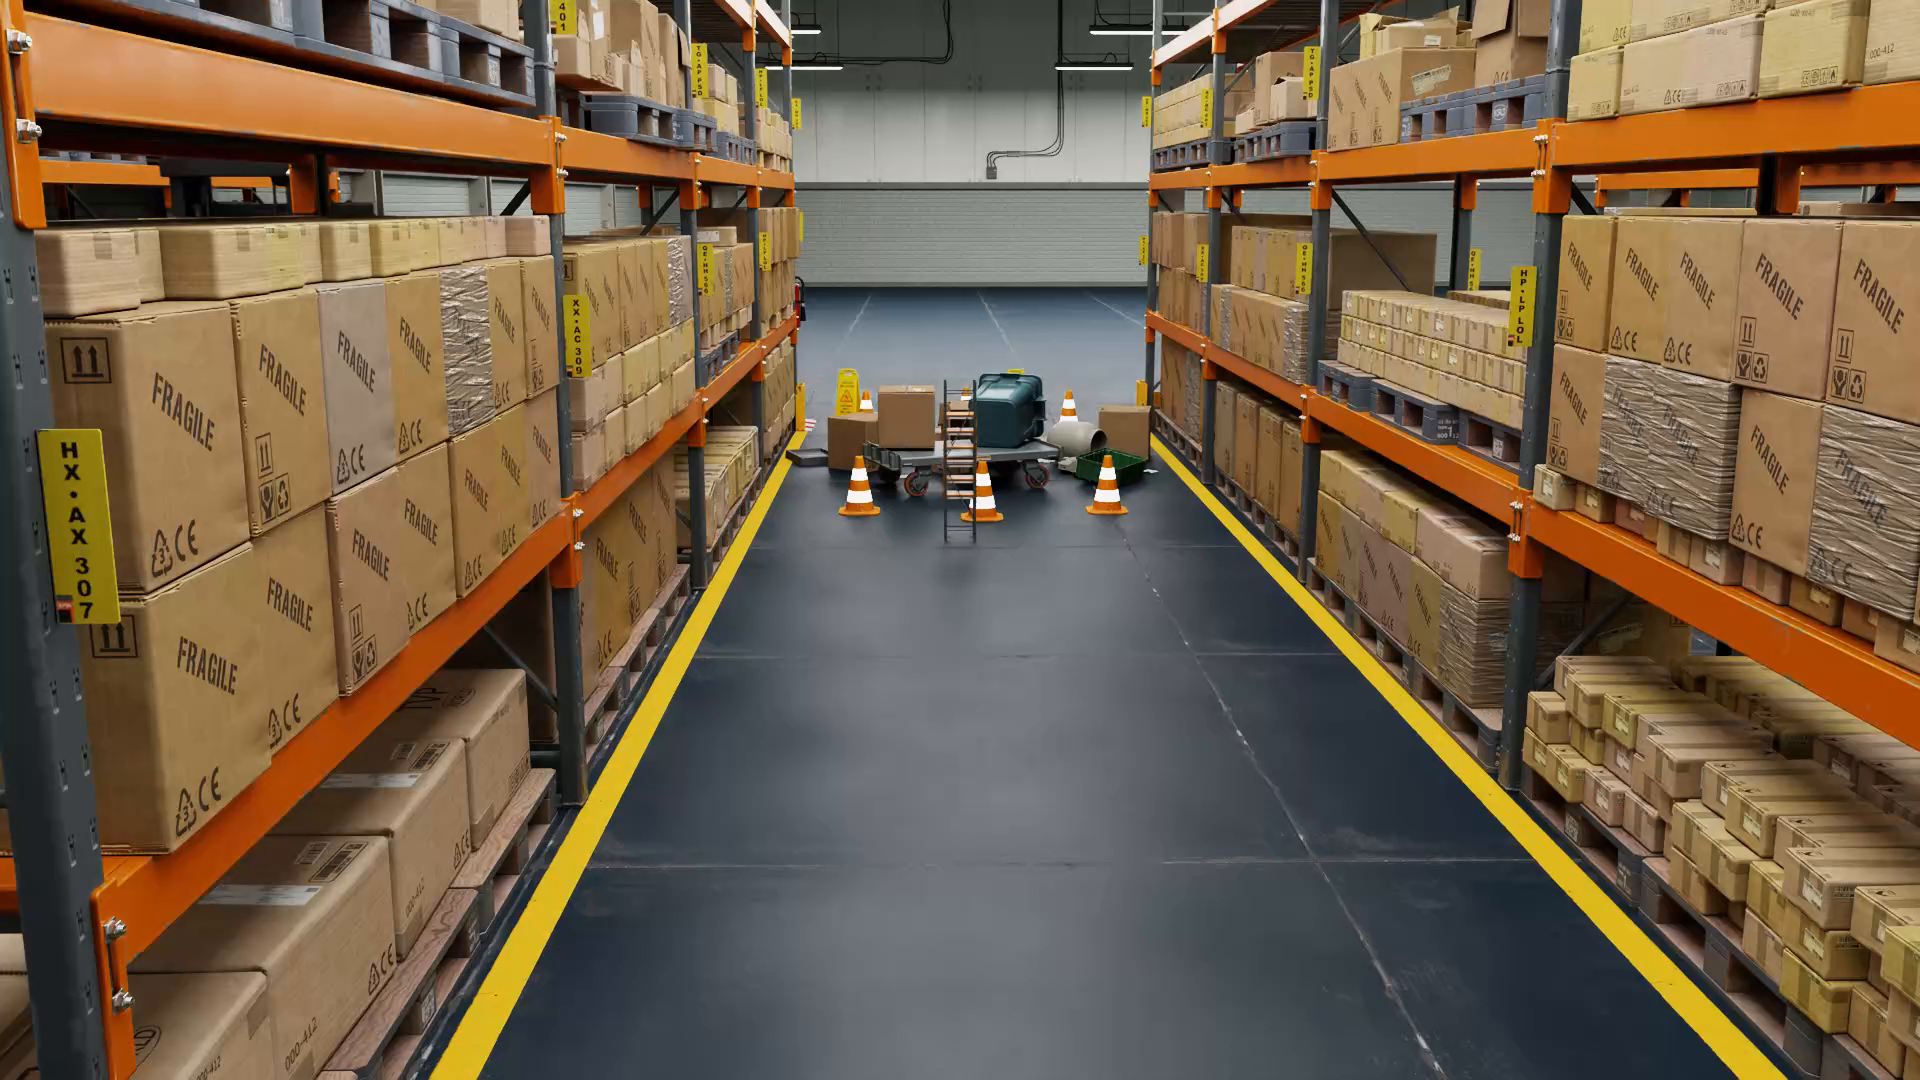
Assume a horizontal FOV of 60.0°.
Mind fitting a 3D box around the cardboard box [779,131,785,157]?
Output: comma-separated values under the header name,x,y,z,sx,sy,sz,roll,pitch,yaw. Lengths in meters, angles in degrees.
name,x,y,z,sx,sy,sz,roll,pitch,yaw
cardboard box,-2.031,-3.976,16.695,0.500,0.250,0.500,0,11,0

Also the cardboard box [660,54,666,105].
name,x,y,z,sx,sy,sz,roll,pitch,yaw
cardboard box,-1.792,-2.484,8.998,0.396,0.266,0.258,-1,11,-3

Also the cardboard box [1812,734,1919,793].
name,x,y,z,sx,sy,sz,roll,pitch,yaw
cardboard box,3.209,0.783,5.773,0.380,0.149,0.250,-1,11,-4

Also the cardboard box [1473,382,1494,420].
name,x,y,z,sx,sy,sz,roll,pitch,yaw
cardboard box,2.644,-0.654,7.814,0.380,0.149,0.250,0,11,-1

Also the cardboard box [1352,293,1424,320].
name,x,y,z,sx,sy,sz,roll,pitch,yaw
cardboard box,2.600,-1.415,10.070,0.380,0.149,0.250,-1,11,-3

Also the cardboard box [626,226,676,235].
name,x,y,z,sx,sy,sz,roll,pitch,yaw
cardboard box,-2.597,-2.565,13.972,0.380,0.149,0.250,0,11,-1

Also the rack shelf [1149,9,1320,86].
name,x,y,z,sx,sy,sz,roll,pitch,yaw
rack shelf,2.652,-4.771,16.260,1.077,0.370,4.000,0,11,-1

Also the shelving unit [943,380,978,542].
name,x,y,z,sx,sy,sz,roll,pitch,yaw
shelving unit,0.000,-0.591,12.454,0.258,1.200,0.189,0,11,-1

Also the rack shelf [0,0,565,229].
name,x,y,z,sx,sy,sz,roll,pitch,yaw
rack shelf,-2.047,-1.071,4.561,1.077,0.370,4.000,0,11,-1

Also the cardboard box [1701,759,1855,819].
name,x,y,z,sx,sy,sz,roll,pitch,yaw
cardboard box,2.700,0.839,5.498,0.380,0.149,0.250,-1,11,-4

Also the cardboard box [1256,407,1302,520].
name,x,y,z,sx,sy,sz,roll,pitch,yaw
cardboard box,2.832,-0.586,12.503,1.050,0.750,0.750,0,11,0

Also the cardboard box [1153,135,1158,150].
name,x,y,z,sx,sy,sz,roll,pitch,yaw
cardboard box,2.297,-4.310,18.037,0.380,0.149,0.250,0,11,-1

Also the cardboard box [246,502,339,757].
name,x,y,z,sx,sy,sz,roll,pitch,yaw
cardboard box,-1.766,0.198,3.789,0.500,0.500,0.500,0,11,-2

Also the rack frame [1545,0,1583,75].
name,x,y,z,sx,sy,sz,roll,pitch,yaw
rack frame,2.859,-3.332,6.350,1.000,3.000,0.127,0,11,-1

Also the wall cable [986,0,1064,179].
name,x,y,z,sx,sy,sz,roll,pitch,yaw
wall cable,1.948,-13.771,49.251,2.305,6.003,0.169,0,11,-1

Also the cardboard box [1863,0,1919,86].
name,x,y,z,sx,sy,sz,roll,pitch,yaw
cardboard box,2.653,-1.283,4.170,0.500,0.250,0.500,0,11,1

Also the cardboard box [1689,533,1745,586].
name,x,y,z,sx,sy,sz,roll,pitch,yaw
cardboard box,2.613,0.050,5.398,0.380,0.149,0.250,0,11,1

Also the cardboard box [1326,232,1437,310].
name,x,y,z,sx,sy,sz,roll,pitch,yaw
cardboard box,2.777,-1.815,11.197,0.700,0.500,0.500,0,11,-1

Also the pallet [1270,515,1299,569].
name,x,y,z,sx,sy,sz,roll,pitch,yaw
pallet,2.835,0.023,11.917,1.003,0.211,1.213,0,11,-1

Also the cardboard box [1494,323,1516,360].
name,x,y,z,sx,sy,sz,roll,pitch,yaw
cardboard box,2.649,-0.899,7.523,0.380,0.149,0.250,-1,11,-3

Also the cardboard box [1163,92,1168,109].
name,x,y,z,sx,sy,sz,roll,pitch,yaw
cardboard box,2.314,-4.551,17.223,0.380,0.149,0.250,0,11,-1

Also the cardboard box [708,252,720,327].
name,x,y,z,sx,sy,sz,roll,pitch,yaw
cardboard box,-1.966,-1.741,11.542,0.500,0.500,0.500,0,11,2

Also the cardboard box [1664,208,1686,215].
name,x,y,z,sx,sy,sz,roll,pitch,yaw
cardboard box,7.342,-3.054,16.553,0.500,0.500,0.500,0,11,-1

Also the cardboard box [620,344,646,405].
name,x,y,z,sx,sy,sz,roll,pitch,yaw
cardboard box,-1.838,-0.816,8.155,0.500,0.250,0.500,0,11,0

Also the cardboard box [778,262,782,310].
name,x,y,z,sx,sy,sz,roll,pitch,yaw
cardboard box,-2.045,-2.525,16.462,0.500,0.500,0.500,0,11,0

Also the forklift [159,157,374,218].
name,x,y,z,sx,sy,sz,roll,pitch,yaw
forklift,-4.761,-1.336,11.771,1.130,2.935,3.031,0,11,-2

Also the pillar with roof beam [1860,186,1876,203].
name,x,y,z,sx,sy,sz,roll,pitch,yaw
pillar with roof beam,18.508,-10.396,41.171,9.100,9.000,0.548,0,11,-1

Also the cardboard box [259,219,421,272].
name,x,y,z,sx,sy,sz,roll,pitch,yaw
cardboard box,-1.780,-0.845,4.784,0.380,0.149,0.250,0,11,-1

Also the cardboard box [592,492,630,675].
name,x,y,z,sx,sy,sz,roll,pitch,yaw
cardboard box,-2.207,0.182,8.408,0.875,0.875,0.875,0,11,0

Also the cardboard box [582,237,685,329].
name,x,y,z,sx,sy,sz,roll,pitch,yaw
cardboard box,-1.880,-1.482,9.554,0.500,0.500,0.500,0,11,0

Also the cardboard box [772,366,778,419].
name,x,y,z,sx,sy,sz,roll,pitch,yaw
cardboard box,-2.018,-1.392,15.851,0.500,0.500,0.500,0,11,1

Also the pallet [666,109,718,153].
name,x,y,z,sx,sy,sz,roll,pitch,yaw
pallet,-2.104,-2.396,9.757,1.213,0.211,1.003,0,11,1

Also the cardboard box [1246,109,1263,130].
name,x,y,z,sx,sy,sz,roll,pitch,yaw
cardboard box,2.463,-3.304,13.082,0.380,0.149,0.250,0,11,-1

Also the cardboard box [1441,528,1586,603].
name,x,y,z,sx,sy,sz,roll,pitch,yaw
cardboard box,2.591,0.113,7.804,0.500,0.250,0.500,-1,11,-3

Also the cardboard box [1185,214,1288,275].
name,x,y,z,sx,sy,sz,roll,pitch,yaw
cardboard box,2.593,-2.767,15.562,0.875,0.550,0.550,0,11,-1

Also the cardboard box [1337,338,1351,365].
name,x,y,z,sx,sy,sz,roll,pitch,yaw
cardboard box,2.584,-1.180,10.407,0.380,0.149,0.250,0,11,-2

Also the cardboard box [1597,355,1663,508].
name,x,y,z,sx,sy,sz,roll,pitch,yaw
cardboard box,2.635,-0.389,5.932,0.500,0.500,0.500,0,11,-1

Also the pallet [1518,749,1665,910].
name,x,y,z,sx,sy,sz,roll,pitch,yaw
pallet,2.908,1.108,6.567,1.003,0.211,1.213,0,11,-1

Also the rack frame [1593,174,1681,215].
name,x,y,z,sx,sy,sz,roll,pitch,yaw
rack frame,7.572,-2.778,18.706,1.000,3.000,0.127,0,11,-1

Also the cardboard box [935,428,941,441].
name,x,y,z,sx,sy,sz,roll,pitch,yaw
cardboard box,-0.289,-1.088,17.546,0.380,0.149,0.250,6,13,28

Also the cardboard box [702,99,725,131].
name,x,y,z,sx,sy,sz,roll,pitch,yaw
cardboard box,-2.081,-3.227,12.696,0.500,0.250,0.500,0,11,0

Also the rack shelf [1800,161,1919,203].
name,x,y,z,sx,sy,sz,roll,pitch,yaw
rack shelf,7.696,-2.702,12.600,1.077,0.370,4.000,0,11,-1

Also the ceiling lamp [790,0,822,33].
name,x,y,z,sx,sy,sz,roll,pitch,yaw
ceiling lamp,-3.789,-11.778,33.302,2.000,3.185,0.800,0,11,-1

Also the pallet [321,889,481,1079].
name,x,y,z,sx,sy,sz,roll,pitch,yaw
pallet,-2.122,1.410,5.080,1.003,0.211,1.213,0,11,-1

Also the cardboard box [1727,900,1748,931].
name,x,y,z,sx,sy,sz,roll,pitch,yaw
cardboard box,2.695,1.183,5.299,0.380,0.149,0.250,0,11,0

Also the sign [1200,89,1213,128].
name,x,y,z,sx,sy,sz,roll,pitch,yaw
sign,2.139,-3.742,14.415,0.100,0.325,0.005,0,11,-1

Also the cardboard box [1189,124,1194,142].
name,x,y,z,sx,sy,sz,roll,pitch,yaw
cardboard box,2.349,-3.807,15.561,0.380,0.149,0.250,0,11,-1

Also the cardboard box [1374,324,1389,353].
name,x,y,z,sx,sy,sz,roll,pitch,yaw
cardboard box,2.608,-1.162,9.568,0.380,0.149,0.250,0,11,-1

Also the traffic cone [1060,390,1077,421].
name,x,y,z,sx,sy,sz,roll,pitch,yaw
traffic cone,1.202,-1.423,18.408,0.336,0.463,0.334,0,11,-1

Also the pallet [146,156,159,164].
name,x,y,z,sx,sy,sz,roll,pitch,yaw
pallet,-7.259,-3.517,15.028,1.003,0.211,1.213,0,11,-1

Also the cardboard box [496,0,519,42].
name,x,y,z,sx,sy,sz,roll,pitch,yaw
cardboard box,-1.755,-1.885,5.792,0.396,0.266,0.258,0,11,1

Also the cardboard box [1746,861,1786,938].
name,x,y,z,sx,sy,sz,roll,pitch,yaw
cardboard box,2.623,1.088,5.019,0.380,0.149,0.250,0,11,2

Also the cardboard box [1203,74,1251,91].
name,x,y,z,sx,sy,sz,roll,pitch,yaw
cardboard box,2.367,-4.046,14.733,0.380,0.149,0.250,0,11,-2

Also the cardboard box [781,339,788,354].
name,x,y,z,sx,sy,sz,roll,pitch,yaw
cardboard box,-1.982,-2.000,17.214,0.380,0.149,0.250,0,11,0

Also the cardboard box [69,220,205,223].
name,x,y,z,sx,sy,sz,roll,pitch,yaw
cardboard box,-2.281,-0.789,4.509,0.380,0.149,0.250,0,11,1

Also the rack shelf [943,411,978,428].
name,x,y,z,sx,sy,sz,roll,pitch,yaw
rack shelf,0.000,-0.900,12.391,0.258,0.103,0.180,0,11,-1

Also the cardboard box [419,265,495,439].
name,x,y,z,sx,sy,sz,roll,pitch,yaw
cardboard box,-1.780,-0.596,5.185,0.500,0.500,0.500,0,11,0
